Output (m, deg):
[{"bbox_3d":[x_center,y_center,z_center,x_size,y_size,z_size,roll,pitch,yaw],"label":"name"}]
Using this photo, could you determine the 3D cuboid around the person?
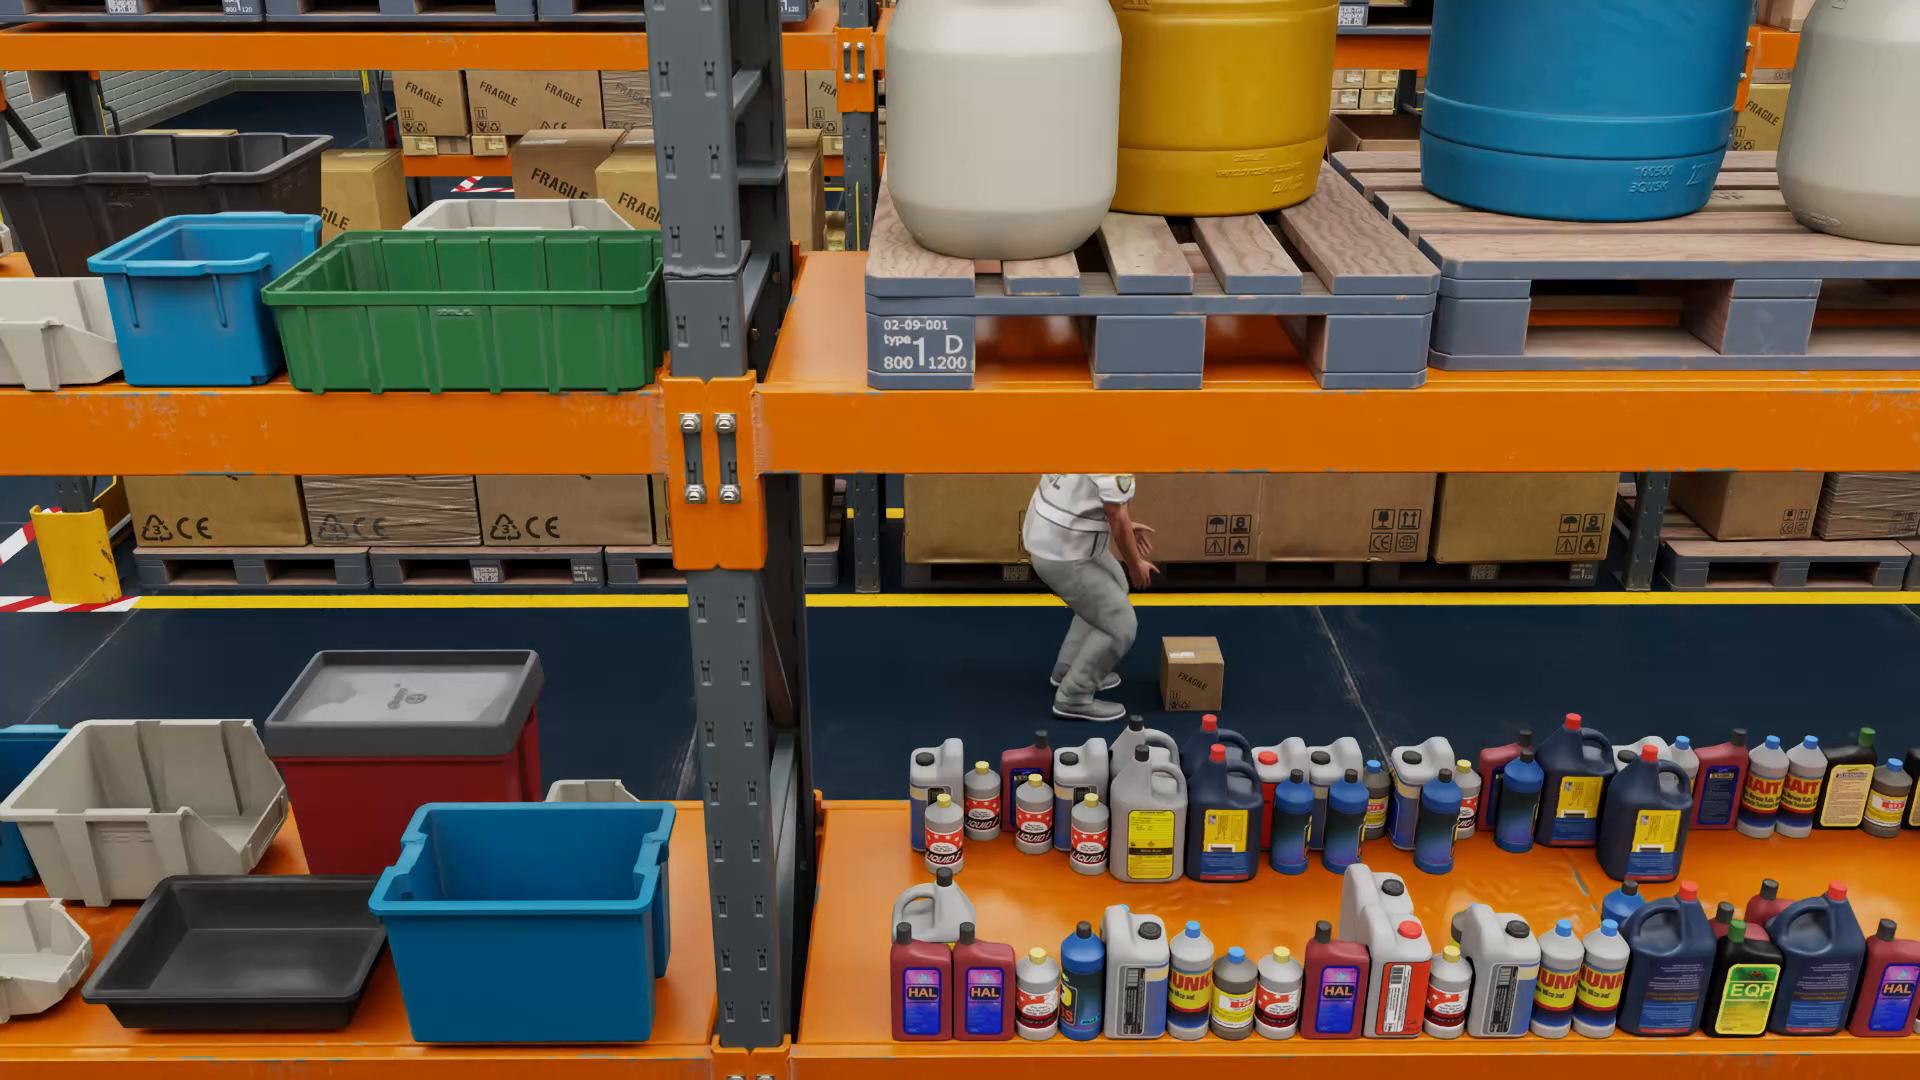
[{"bbox_3d":[0.615,0.003,7.324,0.681,1.572,0.584,0,24,-1],"label":"person"}]
